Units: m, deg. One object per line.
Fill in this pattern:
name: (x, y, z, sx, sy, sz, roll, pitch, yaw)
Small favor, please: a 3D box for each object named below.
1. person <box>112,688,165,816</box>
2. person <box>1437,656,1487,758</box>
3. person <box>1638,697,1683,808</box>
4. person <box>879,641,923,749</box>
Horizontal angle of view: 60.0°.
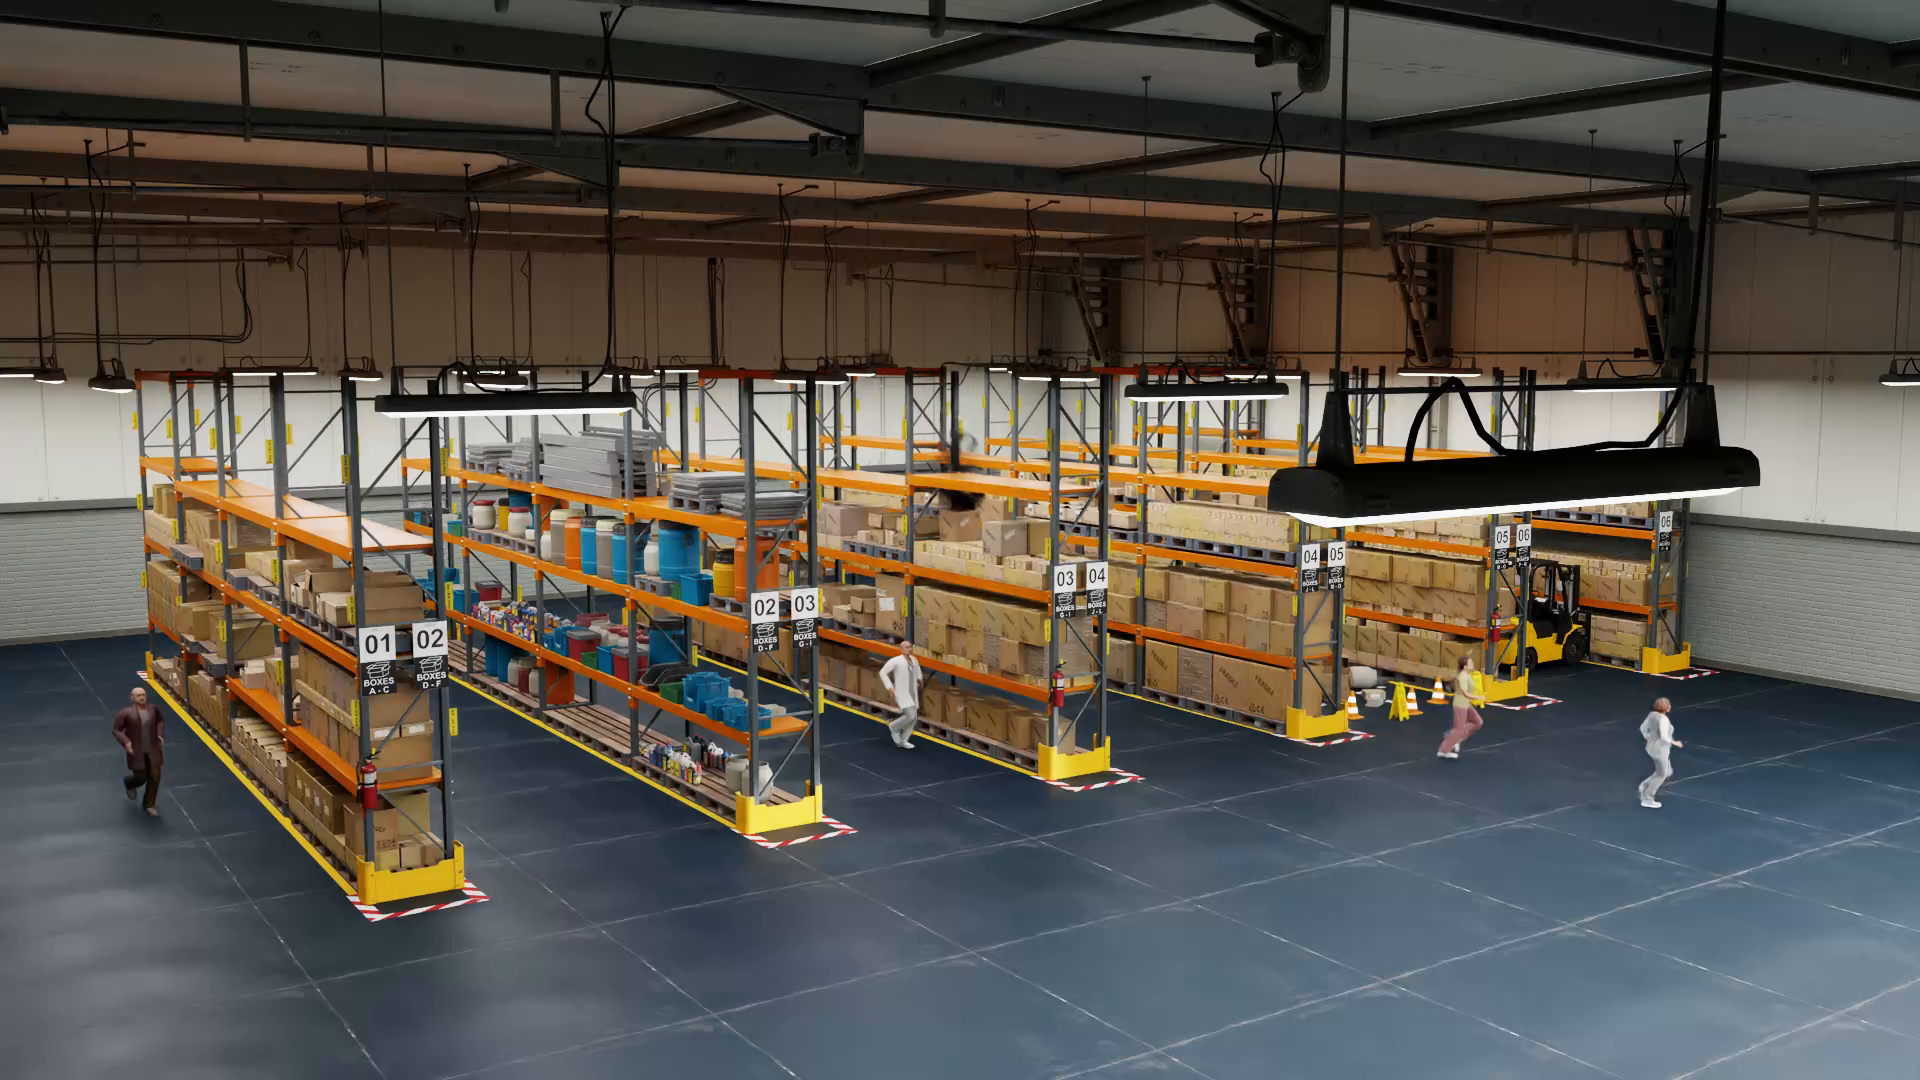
person: (-11.282, 2.894, 22.933, 0.782, 1.751, 0.710, 6, 9, 43)
person: (7.841, 2.594, 25.918, 0.716, 1.622, 0.596, 2, 7, 19)
person: (9.735, 2.951, 23.071, 0.520, 1.561, 0.523, 0, 6, 2)
person: (-0.843, 2.476, 26.530, 0.616, 1.736, 0.714, 6, 9, 43)
